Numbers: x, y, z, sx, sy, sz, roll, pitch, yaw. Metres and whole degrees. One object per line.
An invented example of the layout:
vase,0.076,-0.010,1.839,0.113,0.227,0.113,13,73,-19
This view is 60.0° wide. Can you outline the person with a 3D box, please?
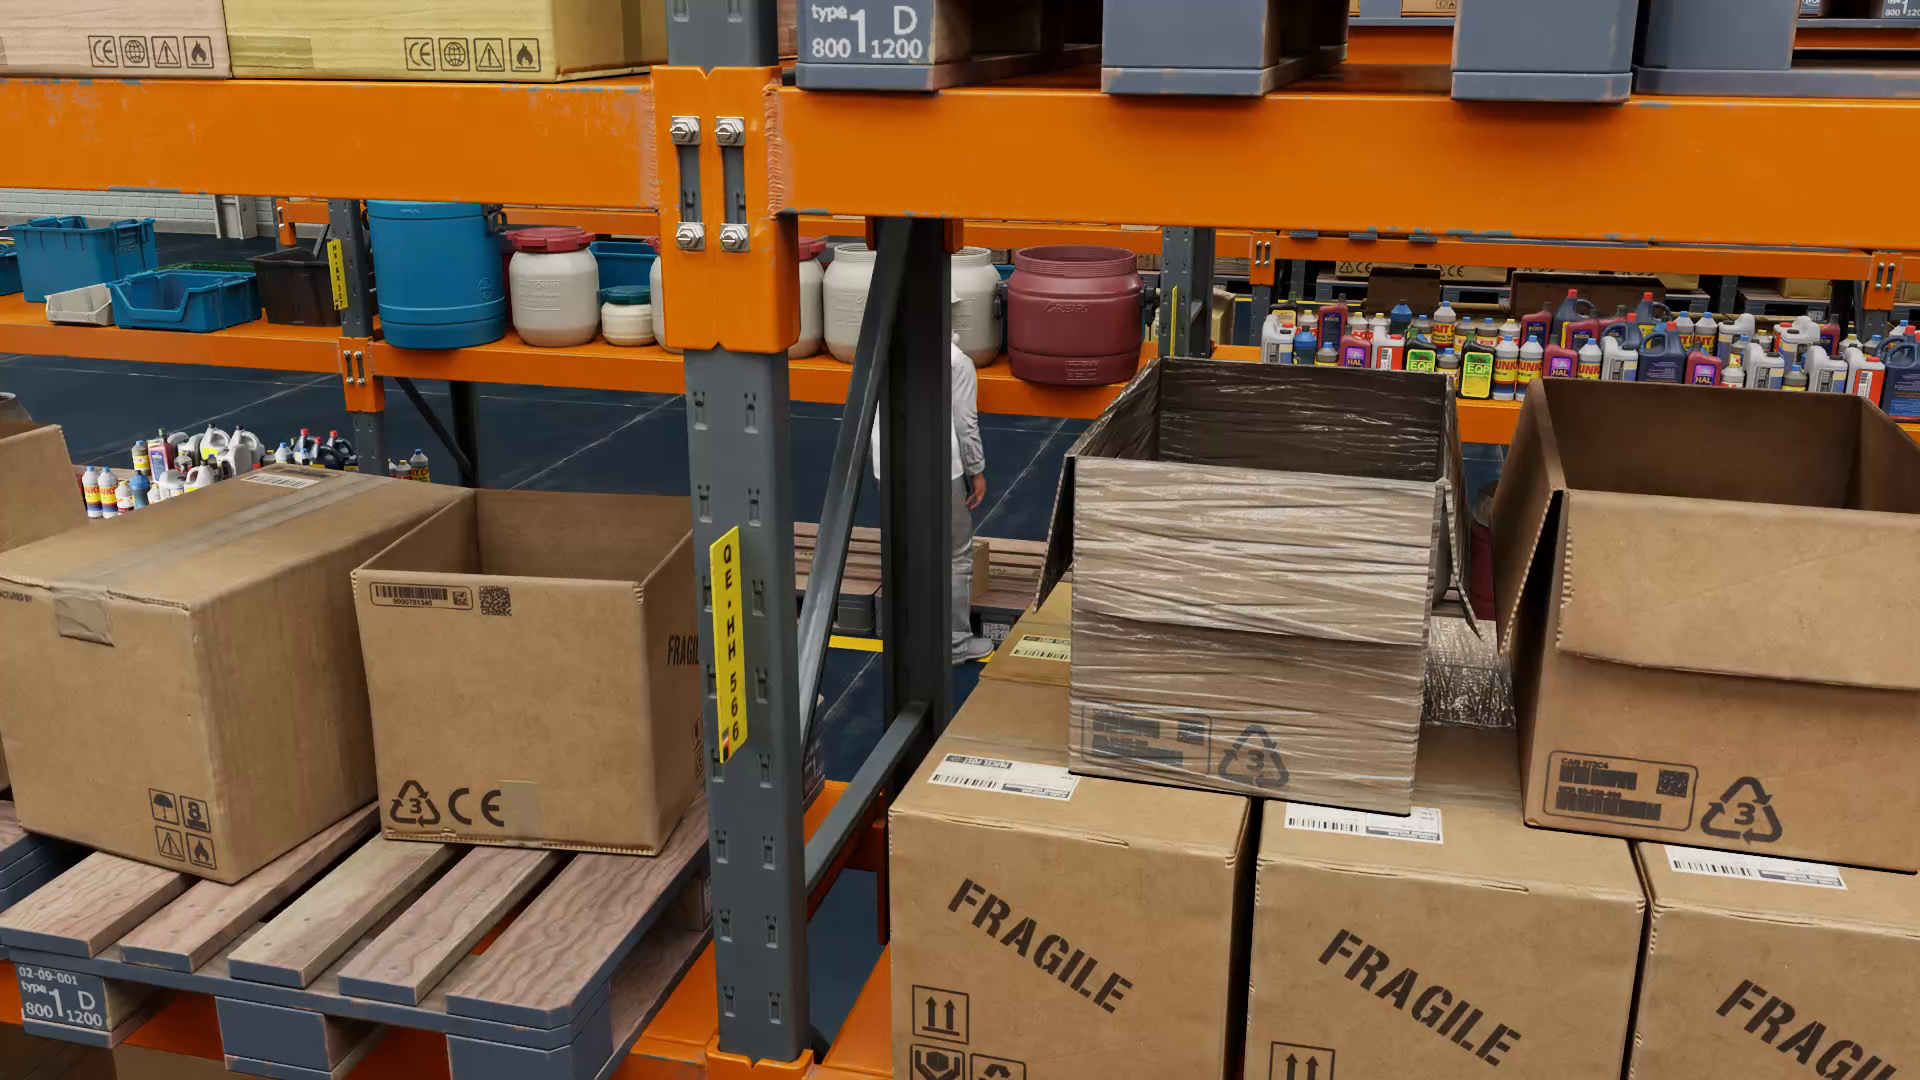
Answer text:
person,-0.147,-0.318,7.484,0.580,1.771,0.463,11,21,30
